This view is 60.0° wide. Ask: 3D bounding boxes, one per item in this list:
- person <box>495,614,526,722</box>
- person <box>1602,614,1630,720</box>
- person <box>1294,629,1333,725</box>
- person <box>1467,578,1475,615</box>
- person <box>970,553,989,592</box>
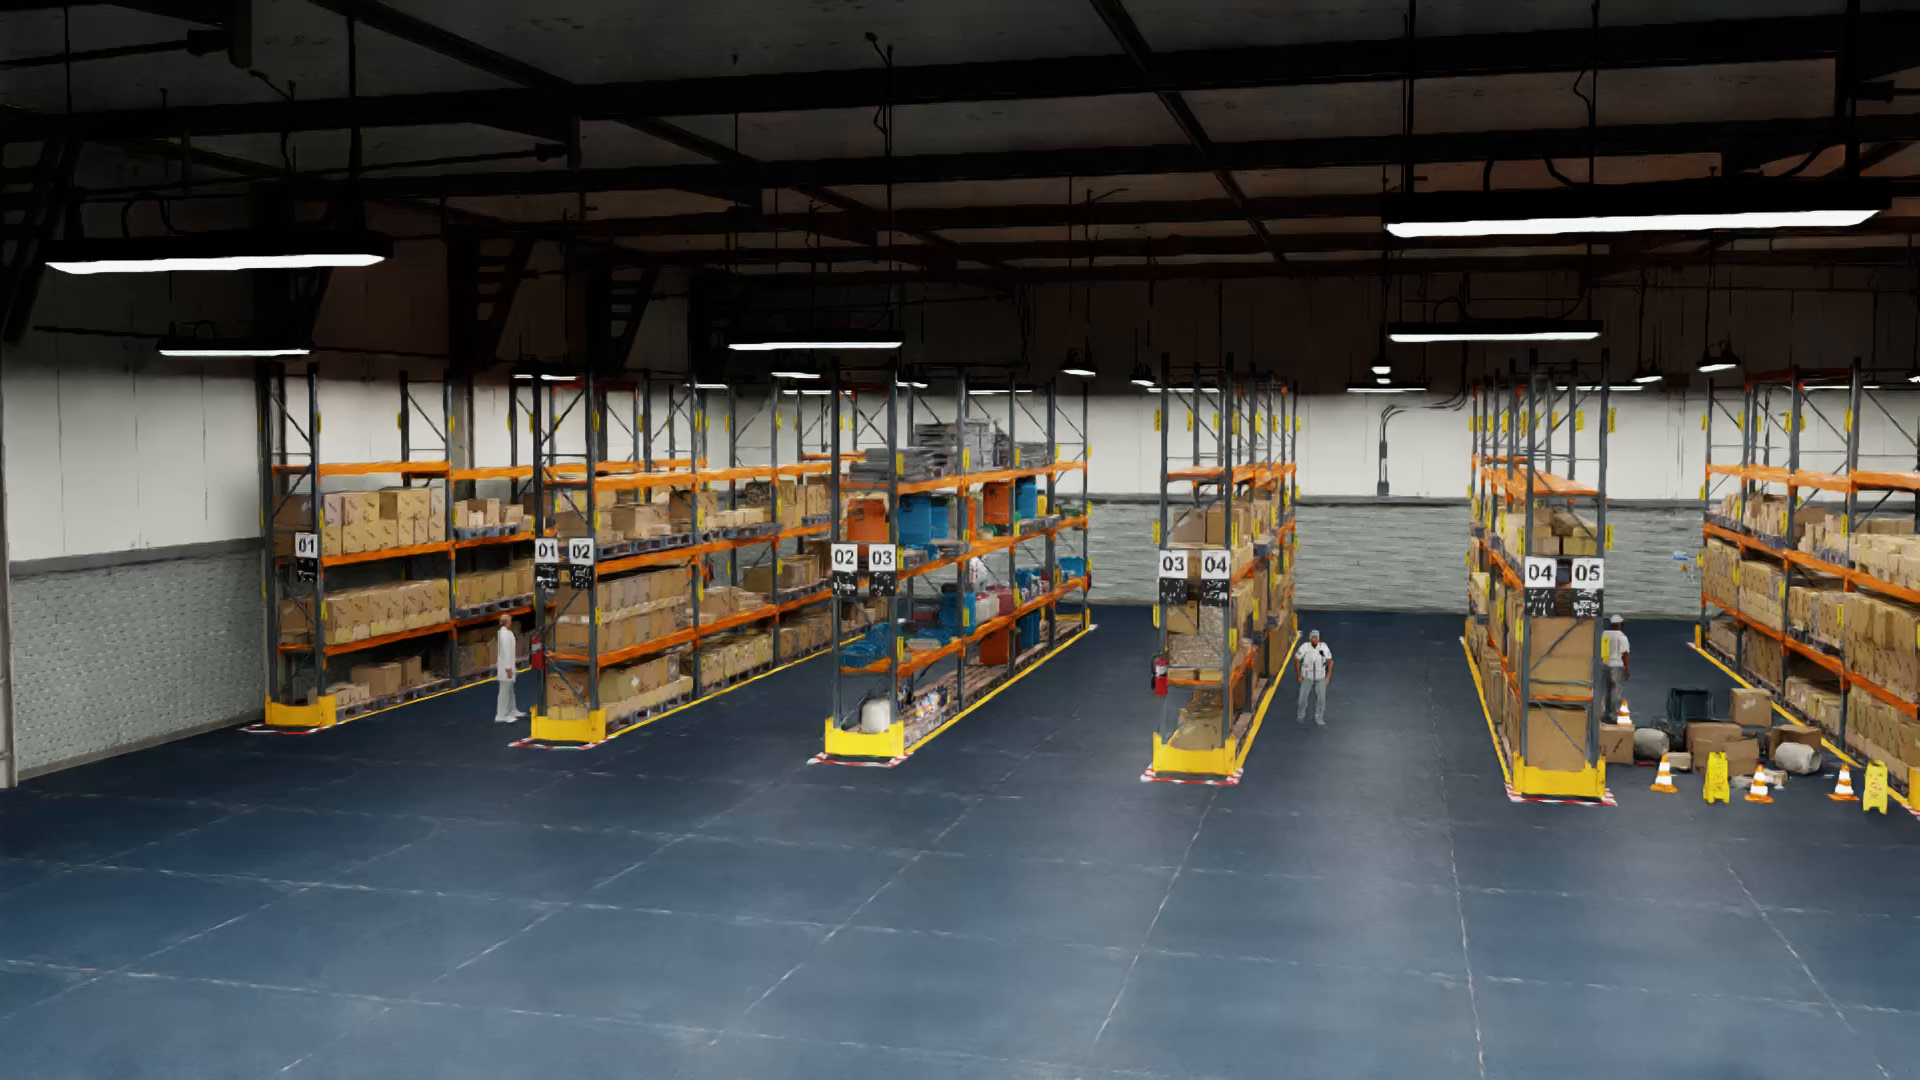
[{"bbox_3d":[-7.566,2.133,27.943,0.504,1.784,0.624,-1,4,-17],"label":"person"},{"bbox_3d":[11.044,2.099,28.020,0.352,1.704,0.632,-1,4,-15],"label":"person"},{"bbox_3d":[5.852,2.268,27.551,0.626,1.610,0.578,1,4,8],"label":"person"},{"bbox_3d":[12.444,1.370,39.875,0.468,1.640,0.652,-1,4,-12],"label":"person"},{"bbox_3d":[0.555,1.022,43.986,0.772,1.753,0.586,-3,5,-37],"label":"person"}]
